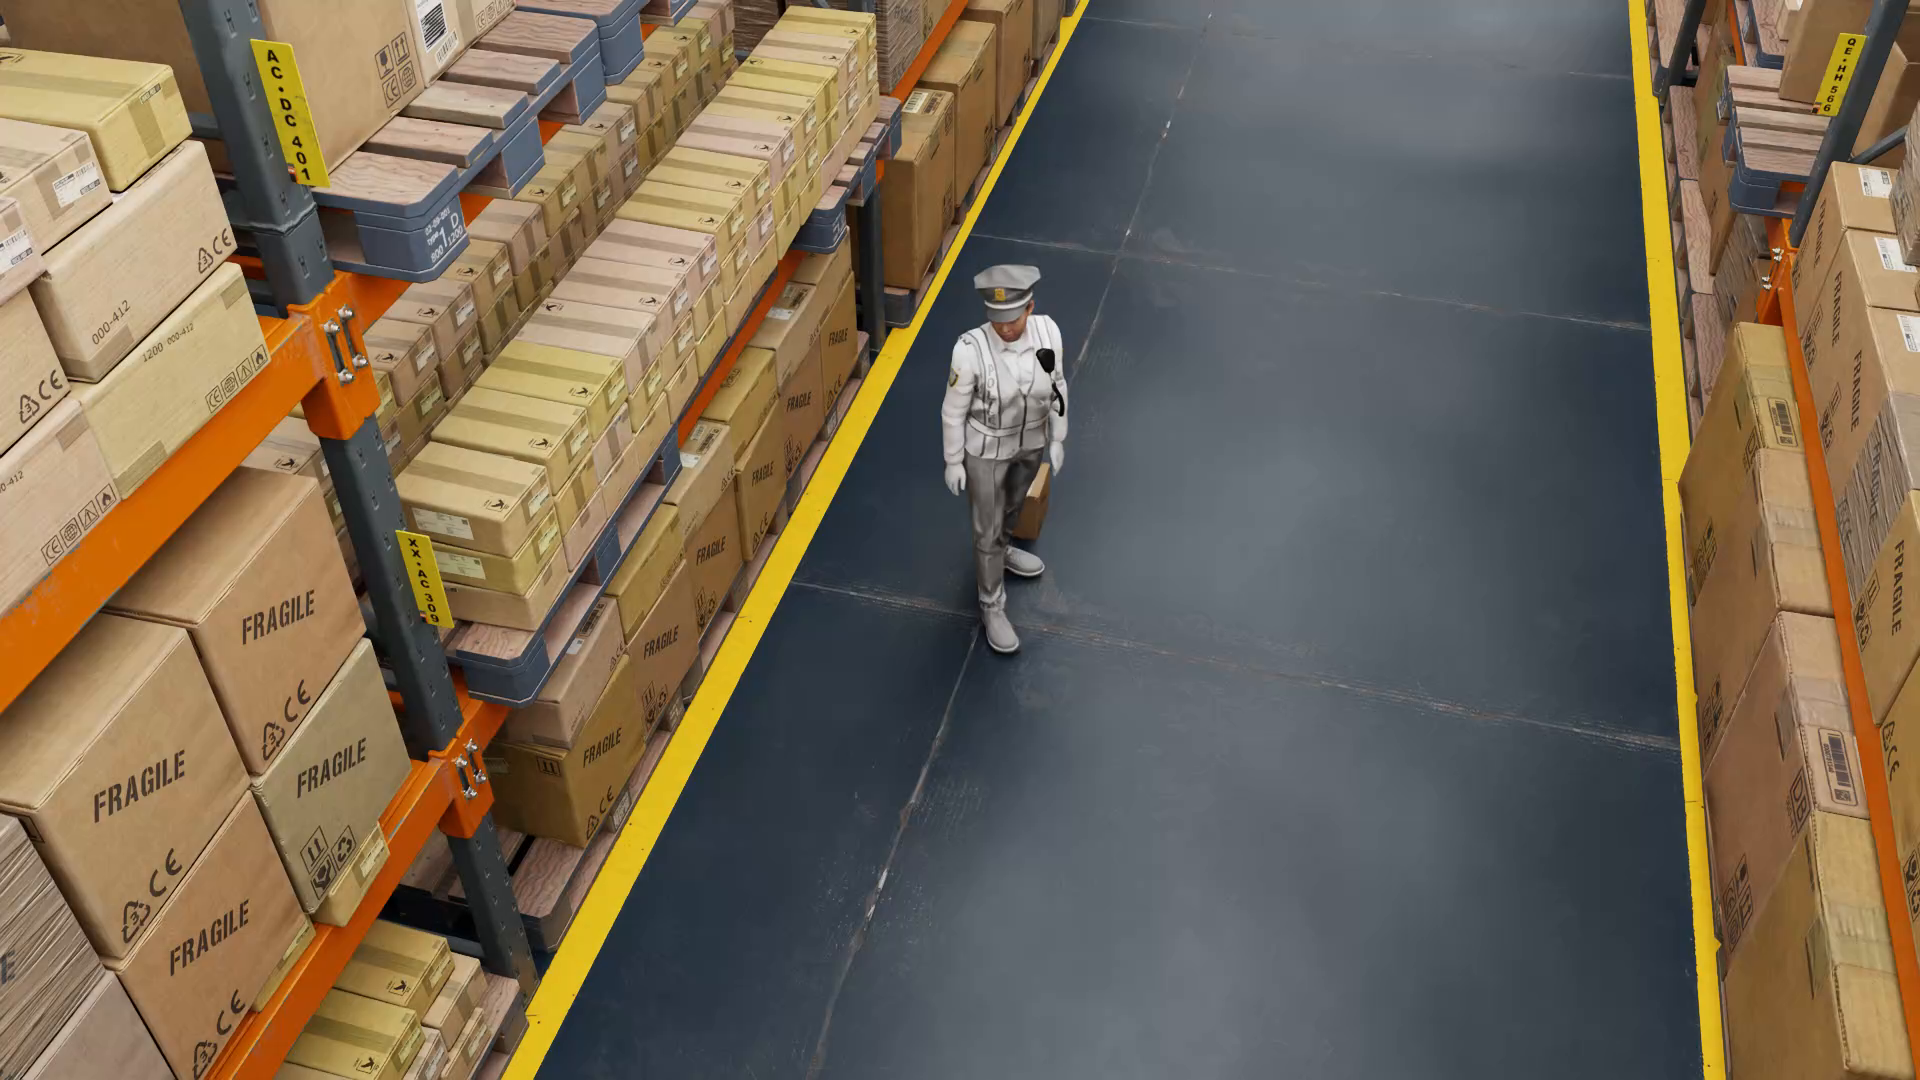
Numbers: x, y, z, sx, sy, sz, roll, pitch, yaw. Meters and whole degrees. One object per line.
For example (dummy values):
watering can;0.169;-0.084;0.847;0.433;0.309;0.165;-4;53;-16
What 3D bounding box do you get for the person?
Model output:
person;0.190;-0.359;6.544;0.515;1.660;0.592;-20;45;-21
